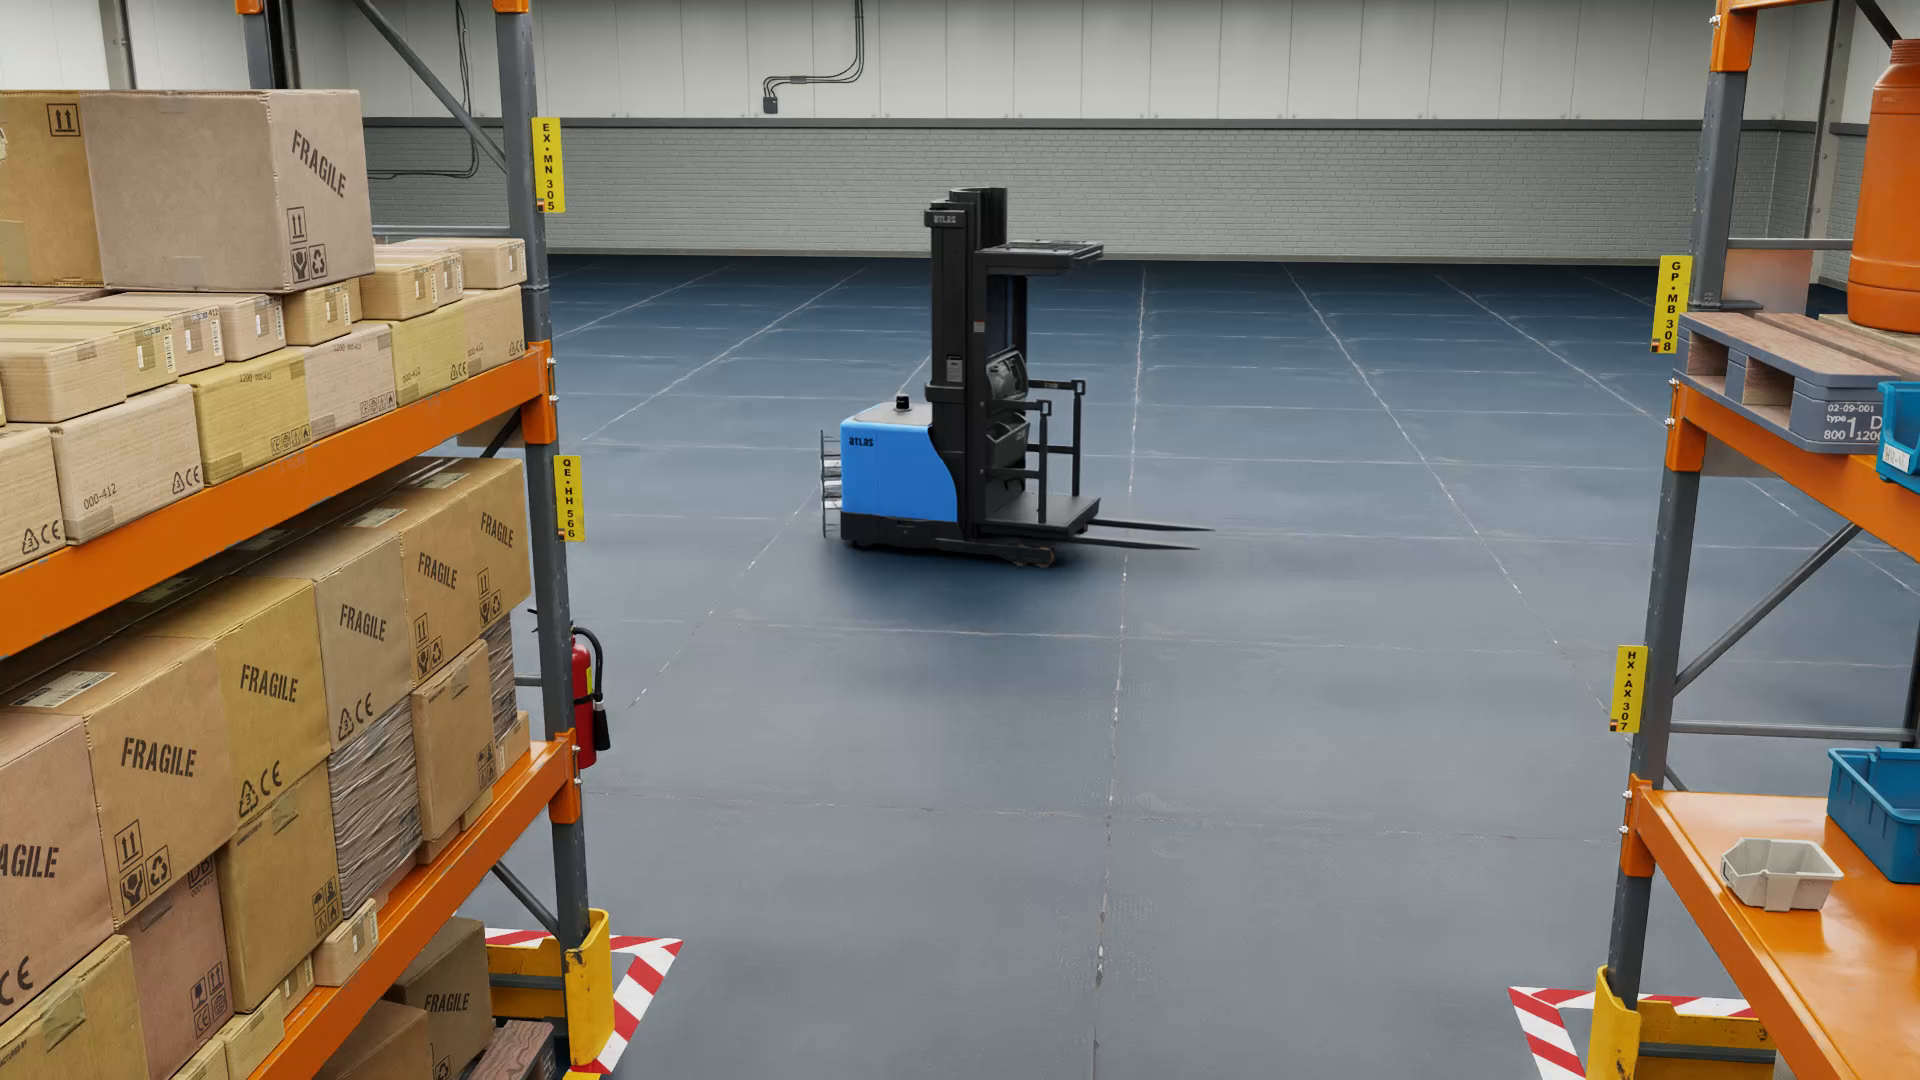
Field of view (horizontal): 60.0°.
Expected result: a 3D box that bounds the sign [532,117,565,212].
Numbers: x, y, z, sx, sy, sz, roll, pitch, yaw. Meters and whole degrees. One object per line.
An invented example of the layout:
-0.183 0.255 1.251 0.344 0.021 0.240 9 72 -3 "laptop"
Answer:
-1.446 -1.317 5.844 0.100 0.325 0.005 2 15 6 "sign"

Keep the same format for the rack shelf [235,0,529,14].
-2.221 -1.492 3.824 1.077 0.370 4.000 2 15 6 "rack shelf"

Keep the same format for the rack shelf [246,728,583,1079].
-2.221 1.403 4.606 1.077 0.370 4.000 2 15 6 "rack shelf"

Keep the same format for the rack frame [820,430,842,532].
-1.073 -0.510 14.323 0.240 0.900 0.006 -2 15 -6 "rack frame"

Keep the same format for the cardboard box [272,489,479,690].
-1.863 0.142 5.214 0.500 0.500 0.500 2 15 6 "cardboard box"

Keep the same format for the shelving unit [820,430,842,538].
-1.062 -0.484 14.225 0.258 0.900 0.210 -2 15 -6 "shelving unit"

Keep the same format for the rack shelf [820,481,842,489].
-1.062 -0.452 14.234 0.258 0.077 0.200 -2 15 -6 "rack shelf"

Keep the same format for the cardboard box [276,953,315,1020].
-1.984 1.193 4.485 0.380 0.149 0.250 2 15 6 "cardboard box"

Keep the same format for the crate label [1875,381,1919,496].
2.386 -0.218 3.760 0.502 0.251 0.408 2 15 6 "crate label"

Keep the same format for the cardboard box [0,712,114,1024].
-2.088 0.661 3.295 0.500 0.500 0.500 2 15 6 "cardboard box"

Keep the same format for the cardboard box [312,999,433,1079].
-2.116 1.858 5.528 0.500 0.500 0.500 6 16 21 "cardboard box"

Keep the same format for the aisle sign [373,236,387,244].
-2.286 -0.743 6.183 0.394 0.787 0.004 2 15 6 "aisle sign"

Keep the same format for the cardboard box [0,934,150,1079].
-2.243 1.139 3.443 0.875 0.500 0.500 2 15 6 "cardboard box"

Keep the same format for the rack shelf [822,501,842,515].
-1.062 -0.278 14.279 0.258 0.077 0.200 -2 15 -6 "rack shelf"

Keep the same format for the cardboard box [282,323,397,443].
-1.917 -0.444 4.599 0.500 0.250 0.500 2 15 7 "cardboard box"

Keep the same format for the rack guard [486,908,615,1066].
-2.004 1.763 6.684 1.175 0.500 0.348 2 15 6 "rack guard"

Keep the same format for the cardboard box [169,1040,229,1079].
-2.007 1.324 4.002 0.380 0.149 0.250 2 15 6 "cardboard box"

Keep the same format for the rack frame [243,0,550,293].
-1.995 -2.359 5.648 1.000 3.000 0.127 2 15 6 "rack frame"

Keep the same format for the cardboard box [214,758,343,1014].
-2.189 0.878 4.408 0.875 0.500 0.500 2 15 6 "cardboard box"

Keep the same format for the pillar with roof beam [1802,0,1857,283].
12.658 -9.622 32.507 9.100 9.000 0.400 2 15 6 "pillar with roof beam"

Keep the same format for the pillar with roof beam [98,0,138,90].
-10.763 -8.740 29.246 9.100 9.000 0.400 2 15 6 "pillar with roof beam"

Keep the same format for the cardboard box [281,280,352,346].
-1.871 -0.613 4.459 0.380 0.149 0.250 1 15 3 "cardboard box"

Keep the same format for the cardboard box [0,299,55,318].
-2.435 -0.496 4.027 0.380 0.149 0.250 1 15 4 "cardboard box"

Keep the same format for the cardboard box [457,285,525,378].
-1.797 -0.706 5.569 0.500 0.250 0.500 2 15 8 "cardboard box"

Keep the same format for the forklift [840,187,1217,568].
0.573 -1.346 13.526 3.031 2.935 1.130 5 16 19 "forklift"

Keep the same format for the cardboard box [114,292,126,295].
-2.437 -0.630 4.524 0.380 0.149 0.250 1 15 4 "cardboard box"

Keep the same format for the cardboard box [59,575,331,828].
-1.986 0.401 4.256 0.500 0.500 0.500 2 15 6 "cardboard box"

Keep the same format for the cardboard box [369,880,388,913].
-1.947 1.063 4.967 0.380 0.149 0.250 2 15 6 "cardboard box"

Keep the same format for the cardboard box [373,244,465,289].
-1.863 -0.886 5.469 0.380 0.149 0.250 1 15 4 "cardboard box"

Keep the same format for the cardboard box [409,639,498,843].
-2.022 0.620 5.362 0.875 0.500 0.500 2 15 6 "cardboard box"

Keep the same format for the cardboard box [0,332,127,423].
-1.988 -0.341 3.455 0.380 0.149 0.250 1 15 5 "cardboard box"

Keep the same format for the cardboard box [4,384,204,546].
-2.020 -0.177 3.609 0.500 0.250 0.500 1 15 4 "cardboard box"

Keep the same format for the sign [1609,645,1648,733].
2.380 0.532 5.919 0.100 0.325 0.005 2 15 6 "sign"

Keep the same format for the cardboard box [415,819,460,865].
-1.872 0.934 5.444 0.380 0.149 0.250 2 15 6 "cardboard box"

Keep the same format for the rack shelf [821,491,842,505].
-1.062 -0.365 14.256 0.258 0.077 0.200 -2 15 -6 "rack shelf"

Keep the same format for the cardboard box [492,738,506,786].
-1.851 0.803 5.928 0.380 0.149 0.250 2 15 6 "cardboard box"

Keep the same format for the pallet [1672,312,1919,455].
2.735 -0.463 4.741 1.003 0.211 1.213 2 15 6 "pallet"

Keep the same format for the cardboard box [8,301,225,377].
-1.999 -0.476 3.954 0.380 0.149 0.250 2 15 8 "cardboard box"

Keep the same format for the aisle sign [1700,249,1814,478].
2.643 -0.600 5.653 0.394 0.787 0.004 2 15 6 "aisle sign"

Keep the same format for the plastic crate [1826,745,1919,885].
3.167 0.893 5.398 0.499 0.251 0.616 2 15 6 "plastic crate"

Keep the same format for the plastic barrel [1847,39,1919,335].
2.997 -1.046 4.909 0.600 0.830 0.708 2 15 6 "plastic barrel"

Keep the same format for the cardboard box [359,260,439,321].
-1.789 -0.746 4.952 0.380 0.149 0.250 2 15 7 "cardboard box"

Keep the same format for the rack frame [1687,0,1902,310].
2.926 -2.213 5.108 1.000 3.000 0.127 2 15 6 "rack frame"

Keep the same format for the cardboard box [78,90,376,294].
-1.919 -0.935 4.408 0.500 0.500 0.500 2 15 6 "cardboard box"

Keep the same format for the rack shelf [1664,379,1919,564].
2.700 0.101 3.675 1.077 0.370 4.000 2 15 6 "rack shelf"

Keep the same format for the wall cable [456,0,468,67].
-10.029 -12.008 37.603 3.097 2.526 0.112 2 15 6 "wall cable"
